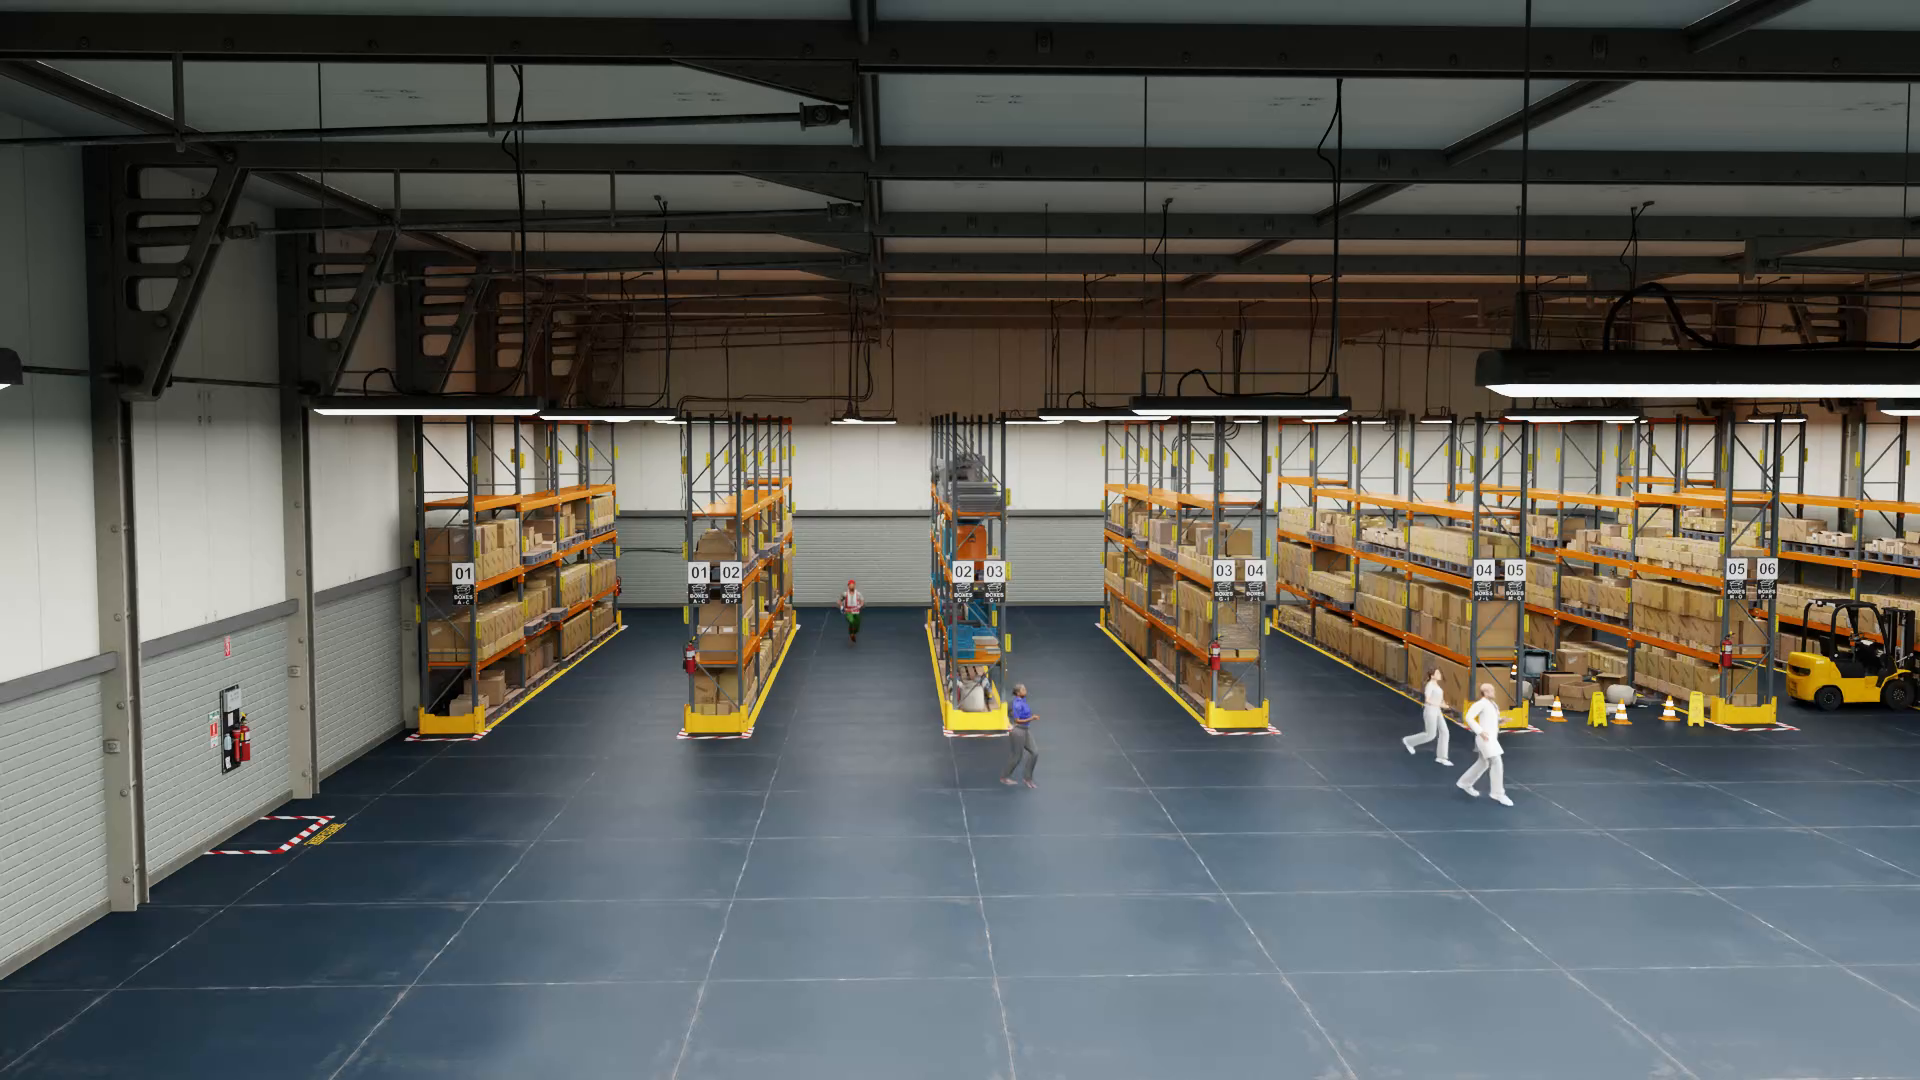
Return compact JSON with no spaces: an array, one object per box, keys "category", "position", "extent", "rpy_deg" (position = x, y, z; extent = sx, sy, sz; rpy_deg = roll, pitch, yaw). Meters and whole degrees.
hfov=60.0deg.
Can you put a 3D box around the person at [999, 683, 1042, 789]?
[{"category":"person","position":[0.969,3.113,26.290],"extent":[0.702,1.713,0.555],"rpy_deg":[1,4,20]}]

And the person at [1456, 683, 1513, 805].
[{"category":"person","position":[8.035,3.096,25.430],"extent":[0.876,1.822,0.694],"rpy_deg":[2,4,27]}]

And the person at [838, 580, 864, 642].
[{"category":"person","position":[-2.810,1.864,43.103],"extent":[0.667,1.659,0.907],"rpy_deg":[-1,4,-12]}]

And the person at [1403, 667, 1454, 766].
[{"category":"person","position":[7.999,2.987,28.338],"extent":[0.869,1.680,0.577],"rpy_deg":[3,5,33]}]
